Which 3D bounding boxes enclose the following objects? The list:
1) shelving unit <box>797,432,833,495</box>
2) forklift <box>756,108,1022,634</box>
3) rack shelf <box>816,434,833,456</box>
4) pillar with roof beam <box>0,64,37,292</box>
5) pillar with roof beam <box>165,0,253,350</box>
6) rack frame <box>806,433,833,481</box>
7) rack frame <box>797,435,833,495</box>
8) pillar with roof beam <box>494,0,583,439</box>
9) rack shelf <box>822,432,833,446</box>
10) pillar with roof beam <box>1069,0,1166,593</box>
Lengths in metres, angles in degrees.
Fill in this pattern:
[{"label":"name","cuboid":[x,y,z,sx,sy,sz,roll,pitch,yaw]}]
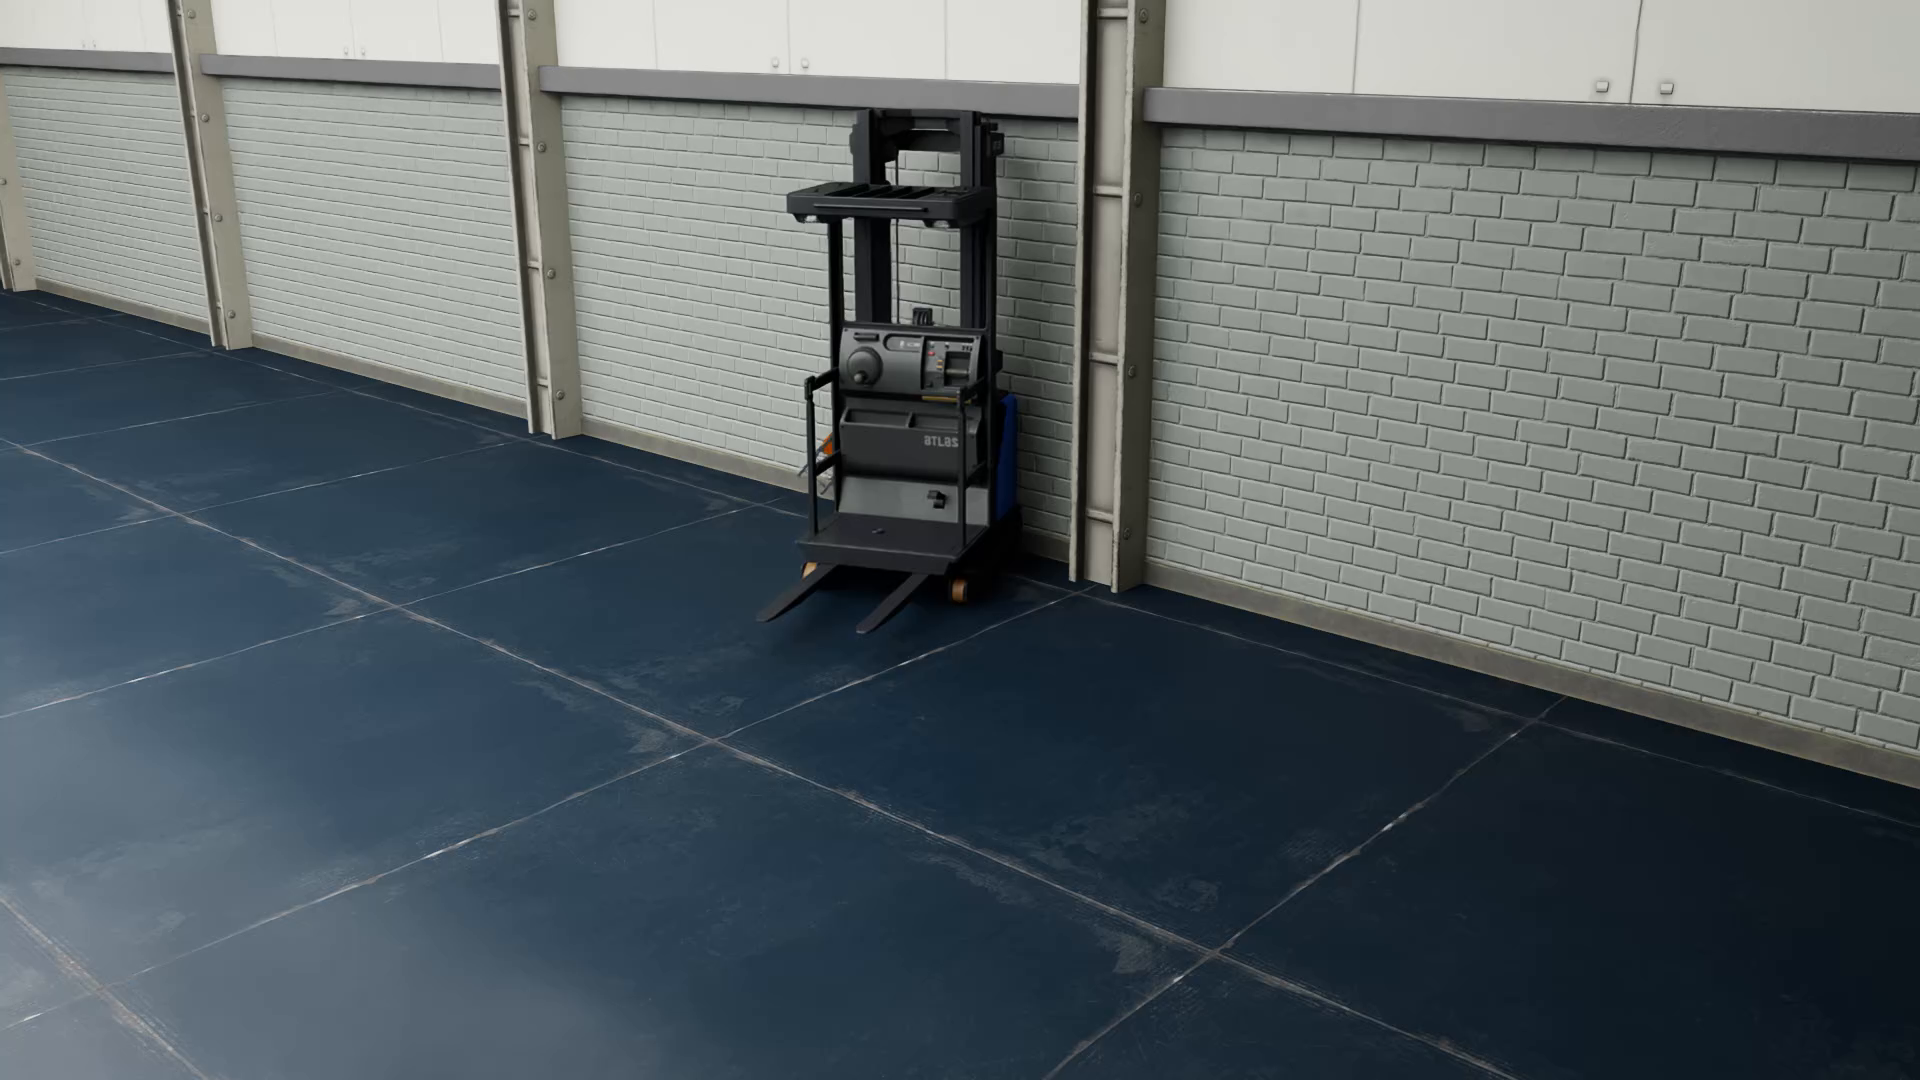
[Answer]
[{"label":"shelving unit","cuboid":[-0.759,-0.779,12.019,0.258,1.200,0.189,38,41,-9]},{"label":"forklift","cuboid":[-0.380,-1.134,10.341,1.130,2.935,3.031,5,18,17]},{"label":"rack shelf","cuboid":[-0.915,-0.628,12.203,0.258,0.103,0.180,38,41,-9]},{"label":"pillar with roof beam","cuboid":[-15.368,-6.665,17.737,0.400,9.000,9.100,15,23,39]},{"label":"pillar with roof beam","cuboid":[-10.880,-5.460,13.941,0.400,9.000,9.100,15,23,39]},{"label":"rack frame","cuboid":[-0.731,-0.833,12.087,0.240,1.200,0.006,38,41,-9]},{"label":"rack frame","cuboid":[-0.788,-0.725,11.950,0.240,1.200,0.006,38,41,-9]},{"label":"pillar with roof beam","cuboid":[-6.392,-4.256,10.145,0.400,9.000,9.100,15,23,39]},{"label":"rack shelf","cuboid":[-0.849,-0.692,12.125,0.258,0.103,0.180,38,41,-9]},{"label":"pillar with roof beam","cuboid":[-1.905,-3.051,6.349,0.400,9.000,9.100,15,23,39]}]
